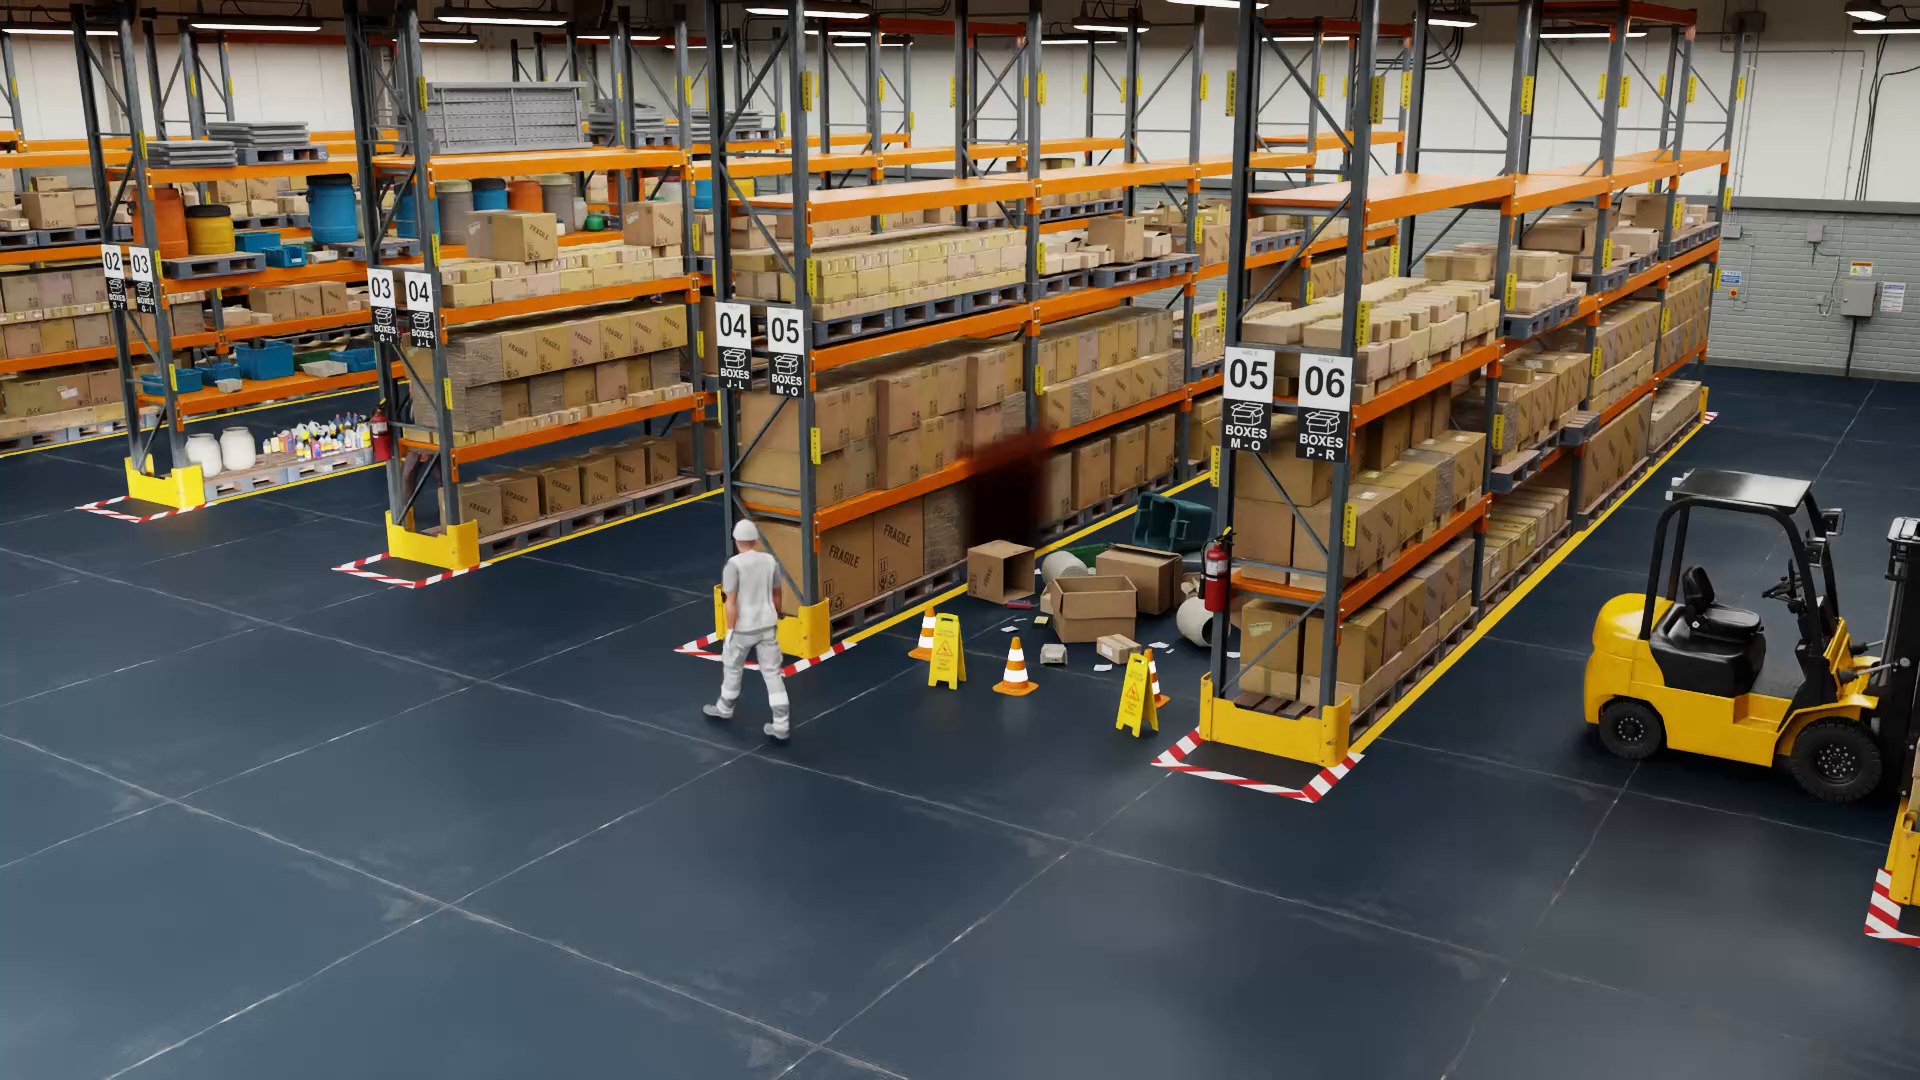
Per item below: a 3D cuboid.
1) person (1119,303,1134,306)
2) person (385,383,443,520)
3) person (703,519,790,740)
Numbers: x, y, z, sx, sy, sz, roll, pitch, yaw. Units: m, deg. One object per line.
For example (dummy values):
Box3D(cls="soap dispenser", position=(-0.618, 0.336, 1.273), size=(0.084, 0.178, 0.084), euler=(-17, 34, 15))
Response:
Box3D(cls="person", position=(3.125, -4.760, 33.045), size=(0.524, 1.758, 1.003), euler=(-9, 18, -29))
Box3D(cls="person", position=(-6.479, -1.104, 19.974), size=(0.552, 1.672, 0.979), euler=(6, 17, 20))
Box3D(cls="person", position=(-1.725, 0.685, 13.436), size=(0.617, 1.716, 0.987), euler=(-12, 20, -37))
